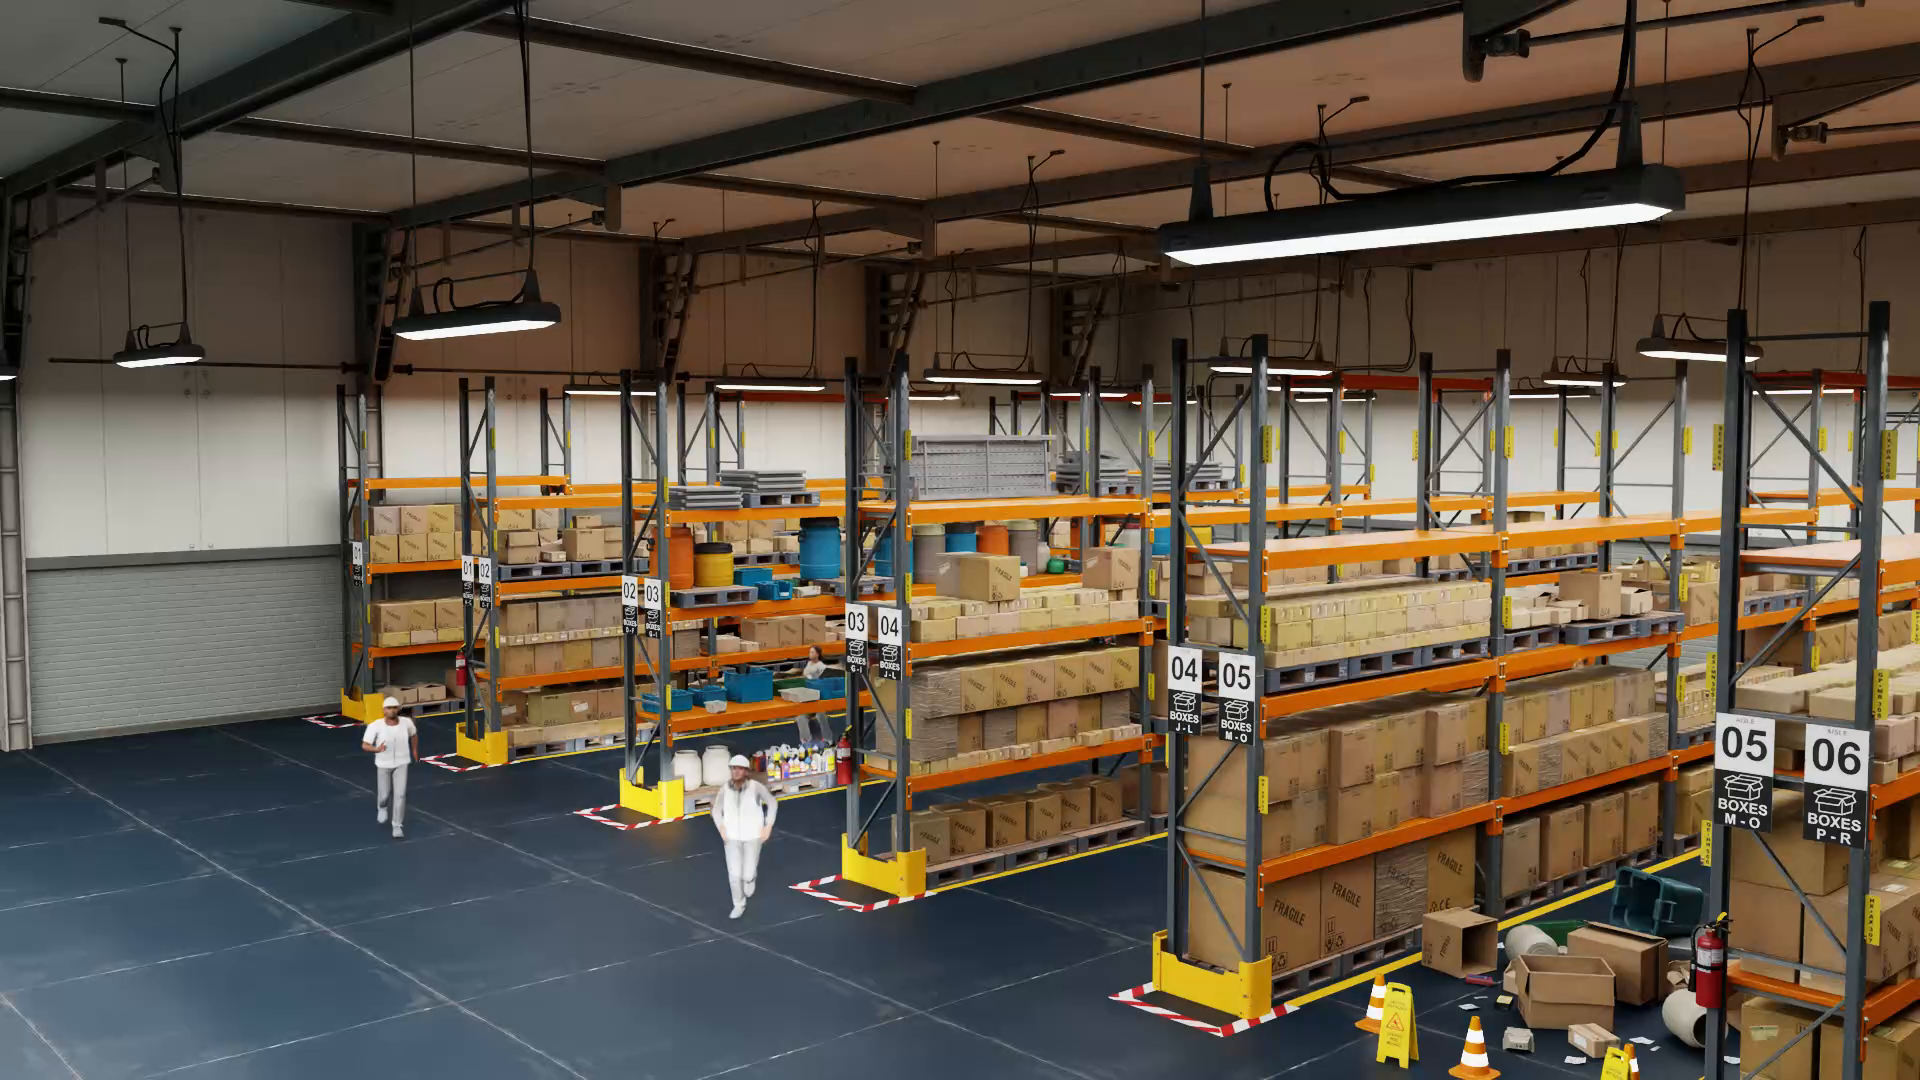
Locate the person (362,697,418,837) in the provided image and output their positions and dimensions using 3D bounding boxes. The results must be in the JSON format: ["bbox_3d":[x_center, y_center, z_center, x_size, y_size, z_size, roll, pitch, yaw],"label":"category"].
[{"bbox_3d":[-7.289,2.875,21.314,0.718,1.747,0.882,-2,4,-28],"label":"person"}]

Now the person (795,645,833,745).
[{"bbox_3d":[-2.374,2.558,27.014,0.531,1.720,0.732,3,5,37],"label":"person"}]

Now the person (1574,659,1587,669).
[{"bbox_3d":[9.607,2.612,25.735,0.563,1.677,0.949,3,5,42],"label":"person"}]

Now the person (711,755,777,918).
[{"bbox_3d":[-2.302,3.146,17.715,0.686,1.738,0.650,0,4,4],"label":"person"}]
